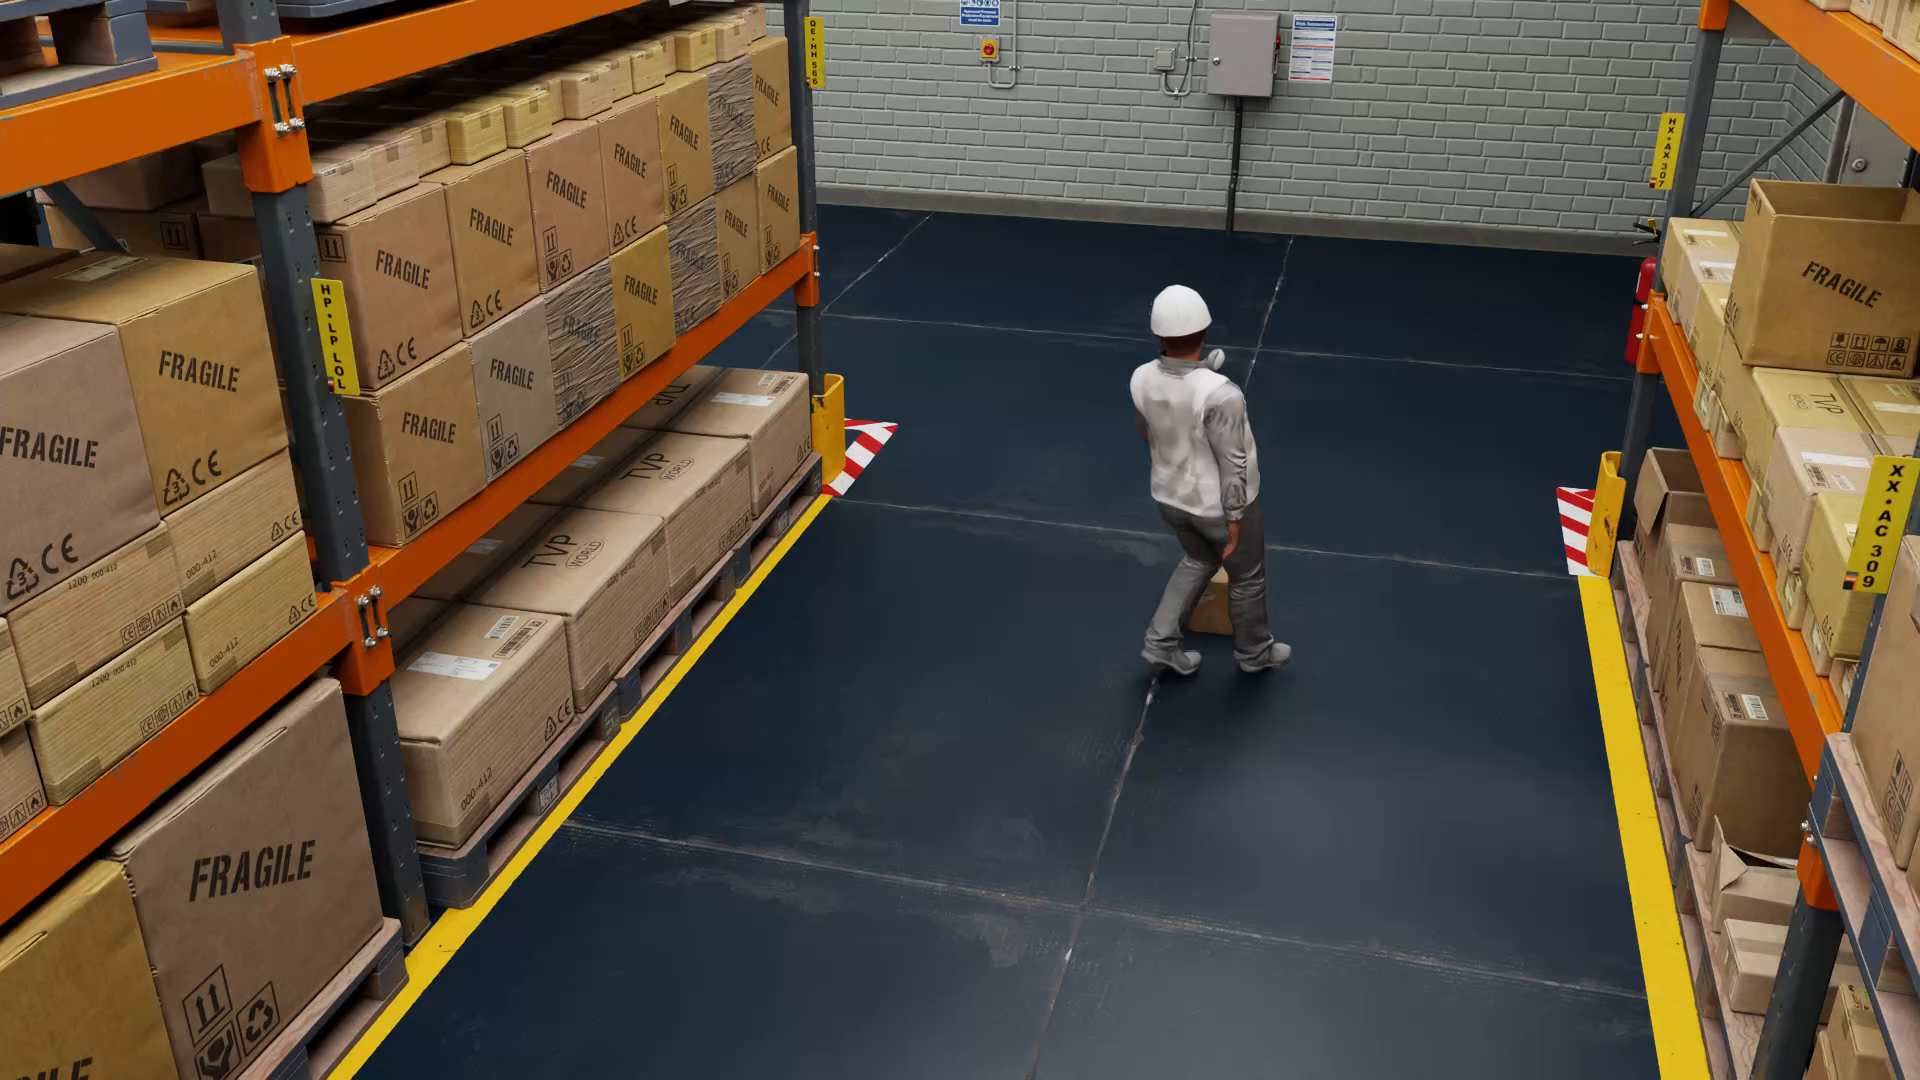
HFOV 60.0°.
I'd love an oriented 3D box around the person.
[{"bbox_3d":[1.033,-0.220,6.626,0.779,1.729,0.568,-22,33,-39],"label":"person"}]
